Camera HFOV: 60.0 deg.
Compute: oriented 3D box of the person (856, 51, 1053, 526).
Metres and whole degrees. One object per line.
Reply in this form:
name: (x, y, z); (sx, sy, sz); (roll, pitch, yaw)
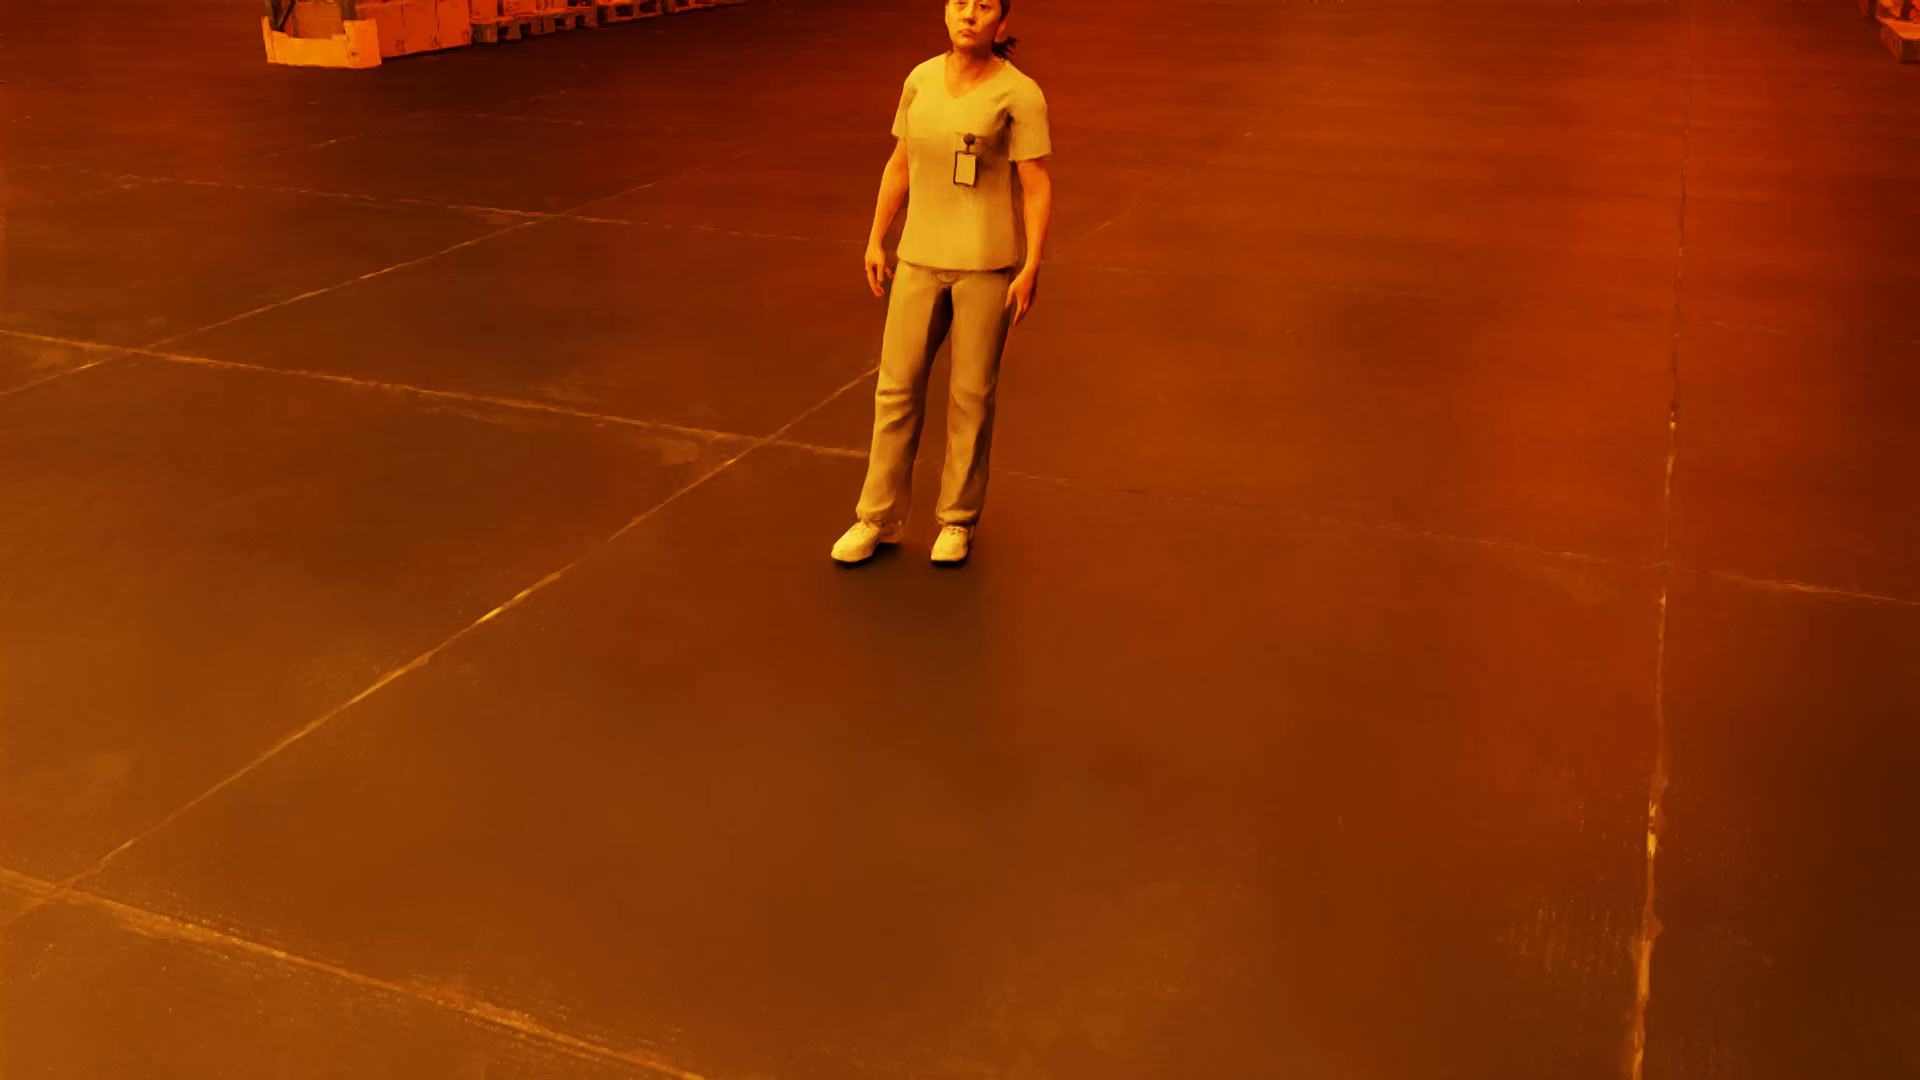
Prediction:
person: (-0.018, -0.687, 4.780); (0.519, 1.361, 0.395); (9, 24, 21)
